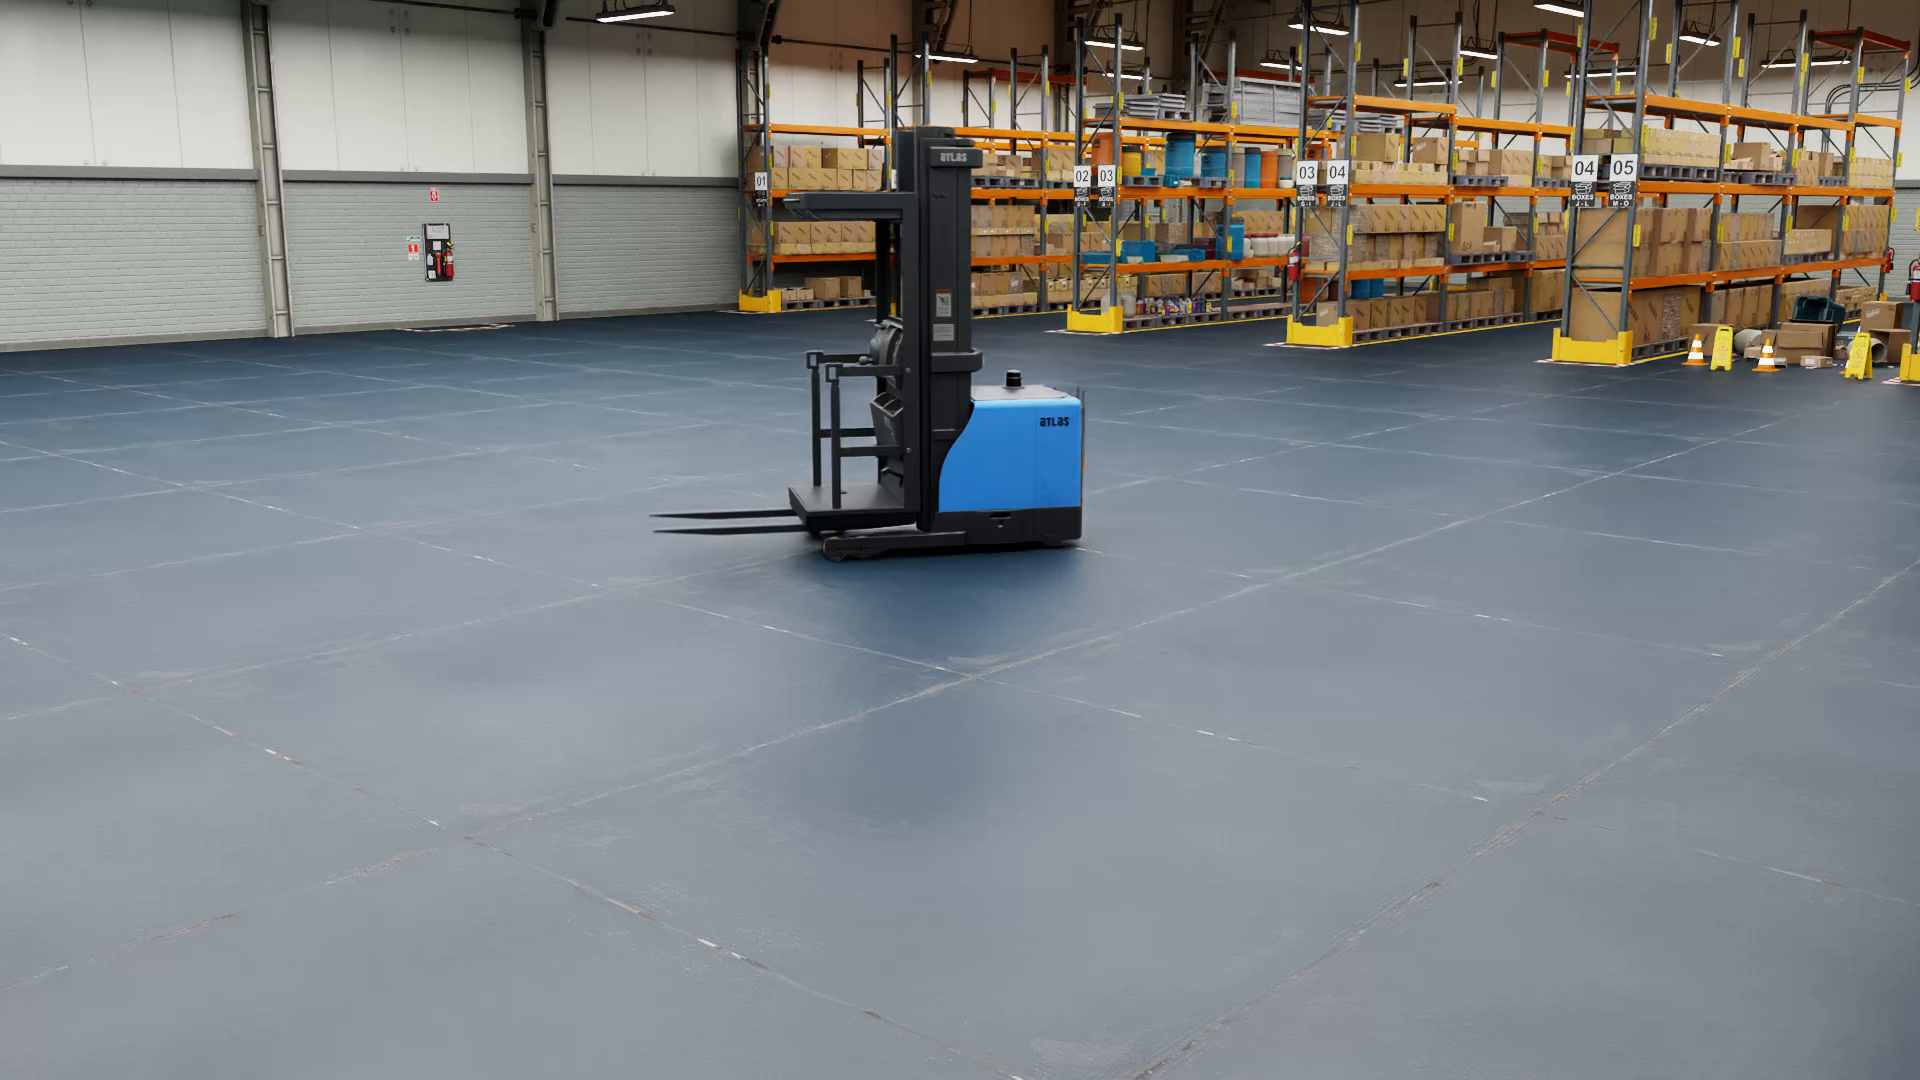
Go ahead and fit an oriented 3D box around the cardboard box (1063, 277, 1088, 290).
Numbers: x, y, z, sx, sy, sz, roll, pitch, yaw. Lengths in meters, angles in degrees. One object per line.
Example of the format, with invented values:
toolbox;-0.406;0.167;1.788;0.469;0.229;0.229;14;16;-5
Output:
cardboard box;2.715;-6.148;39.851;0.500;0.311;0.500;9;14;38

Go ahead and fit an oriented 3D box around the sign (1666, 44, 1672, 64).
sign;12.262;-8.407;28.743;0.100;0.325;0.005;10;15;40

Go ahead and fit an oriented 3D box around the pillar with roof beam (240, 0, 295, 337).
pillar with roof beam;-9.660;-7.724;27.907;9.100;9.000;0.548;10;15;40

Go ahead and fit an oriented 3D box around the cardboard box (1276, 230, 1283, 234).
cardboard box;8.736;-8.402;46.363;0.500;0.500;0.500;10;15;41

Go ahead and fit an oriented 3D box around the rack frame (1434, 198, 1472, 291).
rack frame;13.219;-7.962;44.418;1.000;3.000;0.127;10;15;40

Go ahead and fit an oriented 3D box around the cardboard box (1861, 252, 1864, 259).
cardboard box;19.679;-6.280;36.636;0.380;0.149;0.250;9;14;38

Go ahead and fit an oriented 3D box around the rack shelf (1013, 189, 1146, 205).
rack shelf;2.900;-8.250;40.037;1.077;0.370;4.000;10;15;40

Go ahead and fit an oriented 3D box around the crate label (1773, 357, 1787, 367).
crate label;12.551;-2.730;25.530;0.250;0.136;0.298;2;12;11

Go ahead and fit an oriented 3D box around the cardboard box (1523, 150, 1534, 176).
cardboard box;11.532;-7.807;34.453;0.500;0.500;0.500;10;15;42

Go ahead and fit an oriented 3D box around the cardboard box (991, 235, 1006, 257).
cardboard box;0.614;-6.669;37.687;0.700;0.500;0.500;10;15;41

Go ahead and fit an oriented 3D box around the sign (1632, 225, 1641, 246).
sign;10.450;-4.702;25.684;0.100;0.325;0.005;10;15;40

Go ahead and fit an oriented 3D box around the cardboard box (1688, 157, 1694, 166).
cardboard box;11.838;-6.220;27.352;0.380;0.149;0.250;10;15;40

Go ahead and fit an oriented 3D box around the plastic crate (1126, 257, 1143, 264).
plastic crate;3.490;-5.569;33.109;0.298;0.136;0.250;10;15;40

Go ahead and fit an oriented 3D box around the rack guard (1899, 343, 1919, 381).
rack guard;13.872;-2.472;23.311;1.175;0.500;0.348;10;15;40

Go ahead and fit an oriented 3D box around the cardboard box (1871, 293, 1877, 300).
cardboard box;20.465;-5.505;37.562;0.380;0.149;0.250;9;15;39

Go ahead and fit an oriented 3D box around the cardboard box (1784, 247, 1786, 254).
cardboard box;15.765;-5.611;32.216;0.380;0.149;0.250;10;15;40

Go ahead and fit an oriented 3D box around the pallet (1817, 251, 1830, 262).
pallet;17.345;-5.890;34.530;1.003;0.211;1.213;10;15;40

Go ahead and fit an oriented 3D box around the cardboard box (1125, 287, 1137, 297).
cardboard box;4.056;-6.175;41.417;0.500;0.250;0.500;10;15;42

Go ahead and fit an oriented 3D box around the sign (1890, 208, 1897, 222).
sign;21.003;-7.314;37.408;0.100;0.325;0.005;10;15;40

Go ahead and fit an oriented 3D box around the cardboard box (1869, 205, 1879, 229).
cardboard box;19.813;-7.099;36.529;0.500;0.500;0.500;11;16;43

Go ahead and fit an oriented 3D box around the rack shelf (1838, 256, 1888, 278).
rack shelf;19.279;-6.019;36.524;1.077;0.370;4.000;10;15;40

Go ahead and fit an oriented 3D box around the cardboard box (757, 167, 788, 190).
cardboard box;-4.376;-8.436;38.824;0.500;0.500;0.500;10;15;42

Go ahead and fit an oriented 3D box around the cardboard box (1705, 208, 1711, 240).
cardboard box;12.408;-5.453;28.717;0.875;0.550;0.550;10;15;40

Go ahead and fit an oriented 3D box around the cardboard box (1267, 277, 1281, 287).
cardboard box;8.677;-7.223;46.613;0.500;0.250;0.500;10;15;40

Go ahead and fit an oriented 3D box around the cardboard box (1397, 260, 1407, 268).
cardboard box;8.096;-5.145;30.953;0.380;0.149;0.250;10;15;40

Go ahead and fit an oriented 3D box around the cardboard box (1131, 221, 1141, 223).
cardboard box;4.976;-9.205;49.876;0.980;0.700;0.700;10;15;40

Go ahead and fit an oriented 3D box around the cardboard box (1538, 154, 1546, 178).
cardboard box;12.007;-7.971;35.469;0.797;0.503;0.637;11;16;44

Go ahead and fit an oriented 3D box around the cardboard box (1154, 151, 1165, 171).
cardboard box;4.849;-9.575;42.025;0.500;0.500;0.500;10;15;40

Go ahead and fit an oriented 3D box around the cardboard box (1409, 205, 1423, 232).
cardboard box;8.268;-5.993;30.989;0.500;0.500;0.500;10;15;40

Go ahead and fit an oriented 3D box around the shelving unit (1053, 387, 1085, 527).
shelving unit;0.825;-0.634;12.704;0.215;1.050;0.252;-1;11;-5

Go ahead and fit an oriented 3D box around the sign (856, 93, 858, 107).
sign;-2.565;-11.026;41.652;0.100;0.325;0.005;10;15;40

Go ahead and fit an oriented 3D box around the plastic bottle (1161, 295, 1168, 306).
plastic bottle;4.329;-5.021;35.330;0.144;0.351;0.185;9;14;38

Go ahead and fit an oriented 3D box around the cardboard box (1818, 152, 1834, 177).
cardboard box;17.626;-7.762;34.427;0.700;0.500;0.500;10;15;40

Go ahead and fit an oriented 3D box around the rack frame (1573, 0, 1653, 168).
rack frame;10.037;-7.254;25.553;1.000;3.000;0.127;10;15;40

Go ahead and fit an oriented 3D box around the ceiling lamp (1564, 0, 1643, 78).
ceiling lamp;16.883;-13.836;43.605;2.000;3.185;0.800;10;15;40

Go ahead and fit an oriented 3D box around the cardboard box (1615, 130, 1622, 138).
cardboard box;10.340;-6.473;26.582;0.380;0.149;0.250;10;15;41

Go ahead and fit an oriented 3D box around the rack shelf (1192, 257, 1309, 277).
rack shelf;6.618;-6.138;37.122;1.077;0.370;4.000;10;15;40

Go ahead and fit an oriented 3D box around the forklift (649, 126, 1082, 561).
forklift;-0.699;-1.408;11.778;3.031;2.935;1.130;-3;12;-12

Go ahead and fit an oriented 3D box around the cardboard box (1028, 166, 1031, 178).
cardboard box;1.776;-10.119;46.181;0.700;0.500;0.500;10;15;40

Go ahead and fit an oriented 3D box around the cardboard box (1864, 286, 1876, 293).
cardboard box;20.440;-5.655;37.552;0.380;0.149;0.250;10;15;41

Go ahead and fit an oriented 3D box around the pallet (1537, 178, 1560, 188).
pallet;12.044;-7.625;35.552;1.213;0.211;1.003;11;16;43

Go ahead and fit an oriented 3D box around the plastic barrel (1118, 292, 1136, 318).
plastic barrel;3.365;-4.775;33.738;0.421;0.512;0.421;0;11;0

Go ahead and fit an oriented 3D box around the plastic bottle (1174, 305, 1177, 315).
plastic bottle;4.446;-4.758;34.396;0.097;0.201;0.097;0;11;0

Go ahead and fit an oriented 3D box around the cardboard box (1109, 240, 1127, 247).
cardboard box;3.947;-7.335;41.503;0.500;0.311;0.500;11;16;44

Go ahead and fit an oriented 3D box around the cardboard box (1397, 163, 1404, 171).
cardboard box;7.911;-6.841;30.512;0.380;0.149;0.250;9;14;38

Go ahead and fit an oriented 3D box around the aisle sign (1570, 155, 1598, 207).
aisle sign;9.765;-5.615;26.028;0.394;0.787;0.004;10;15;40

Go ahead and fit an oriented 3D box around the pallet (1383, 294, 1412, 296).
pallet;11.035;-6.120;42.311;1.003;0.211;1.213;10;15;40

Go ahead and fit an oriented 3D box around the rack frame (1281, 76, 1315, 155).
rack frame;9.501;-11.545;47.039;1.000;3.000;0.127;10;15;40

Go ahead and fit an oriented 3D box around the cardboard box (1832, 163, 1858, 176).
cardboard box;18.456;-7.760;34.851;0.500;0.250;0.500;10;15;42

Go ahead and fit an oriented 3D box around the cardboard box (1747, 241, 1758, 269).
cardboard box;14.227;-5.214;30.403;0.500;0.500;0.500;10;15;41

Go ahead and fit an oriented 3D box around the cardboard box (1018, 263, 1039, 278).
cardboard box;1.664;-7.437;46.205;0.750;0.750;0.750;10;15;40

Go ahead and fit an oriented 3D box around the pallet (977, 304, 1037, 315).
pallet;1.023;-5.359;38.502;1.003;0.211;1.213;10;15;40
